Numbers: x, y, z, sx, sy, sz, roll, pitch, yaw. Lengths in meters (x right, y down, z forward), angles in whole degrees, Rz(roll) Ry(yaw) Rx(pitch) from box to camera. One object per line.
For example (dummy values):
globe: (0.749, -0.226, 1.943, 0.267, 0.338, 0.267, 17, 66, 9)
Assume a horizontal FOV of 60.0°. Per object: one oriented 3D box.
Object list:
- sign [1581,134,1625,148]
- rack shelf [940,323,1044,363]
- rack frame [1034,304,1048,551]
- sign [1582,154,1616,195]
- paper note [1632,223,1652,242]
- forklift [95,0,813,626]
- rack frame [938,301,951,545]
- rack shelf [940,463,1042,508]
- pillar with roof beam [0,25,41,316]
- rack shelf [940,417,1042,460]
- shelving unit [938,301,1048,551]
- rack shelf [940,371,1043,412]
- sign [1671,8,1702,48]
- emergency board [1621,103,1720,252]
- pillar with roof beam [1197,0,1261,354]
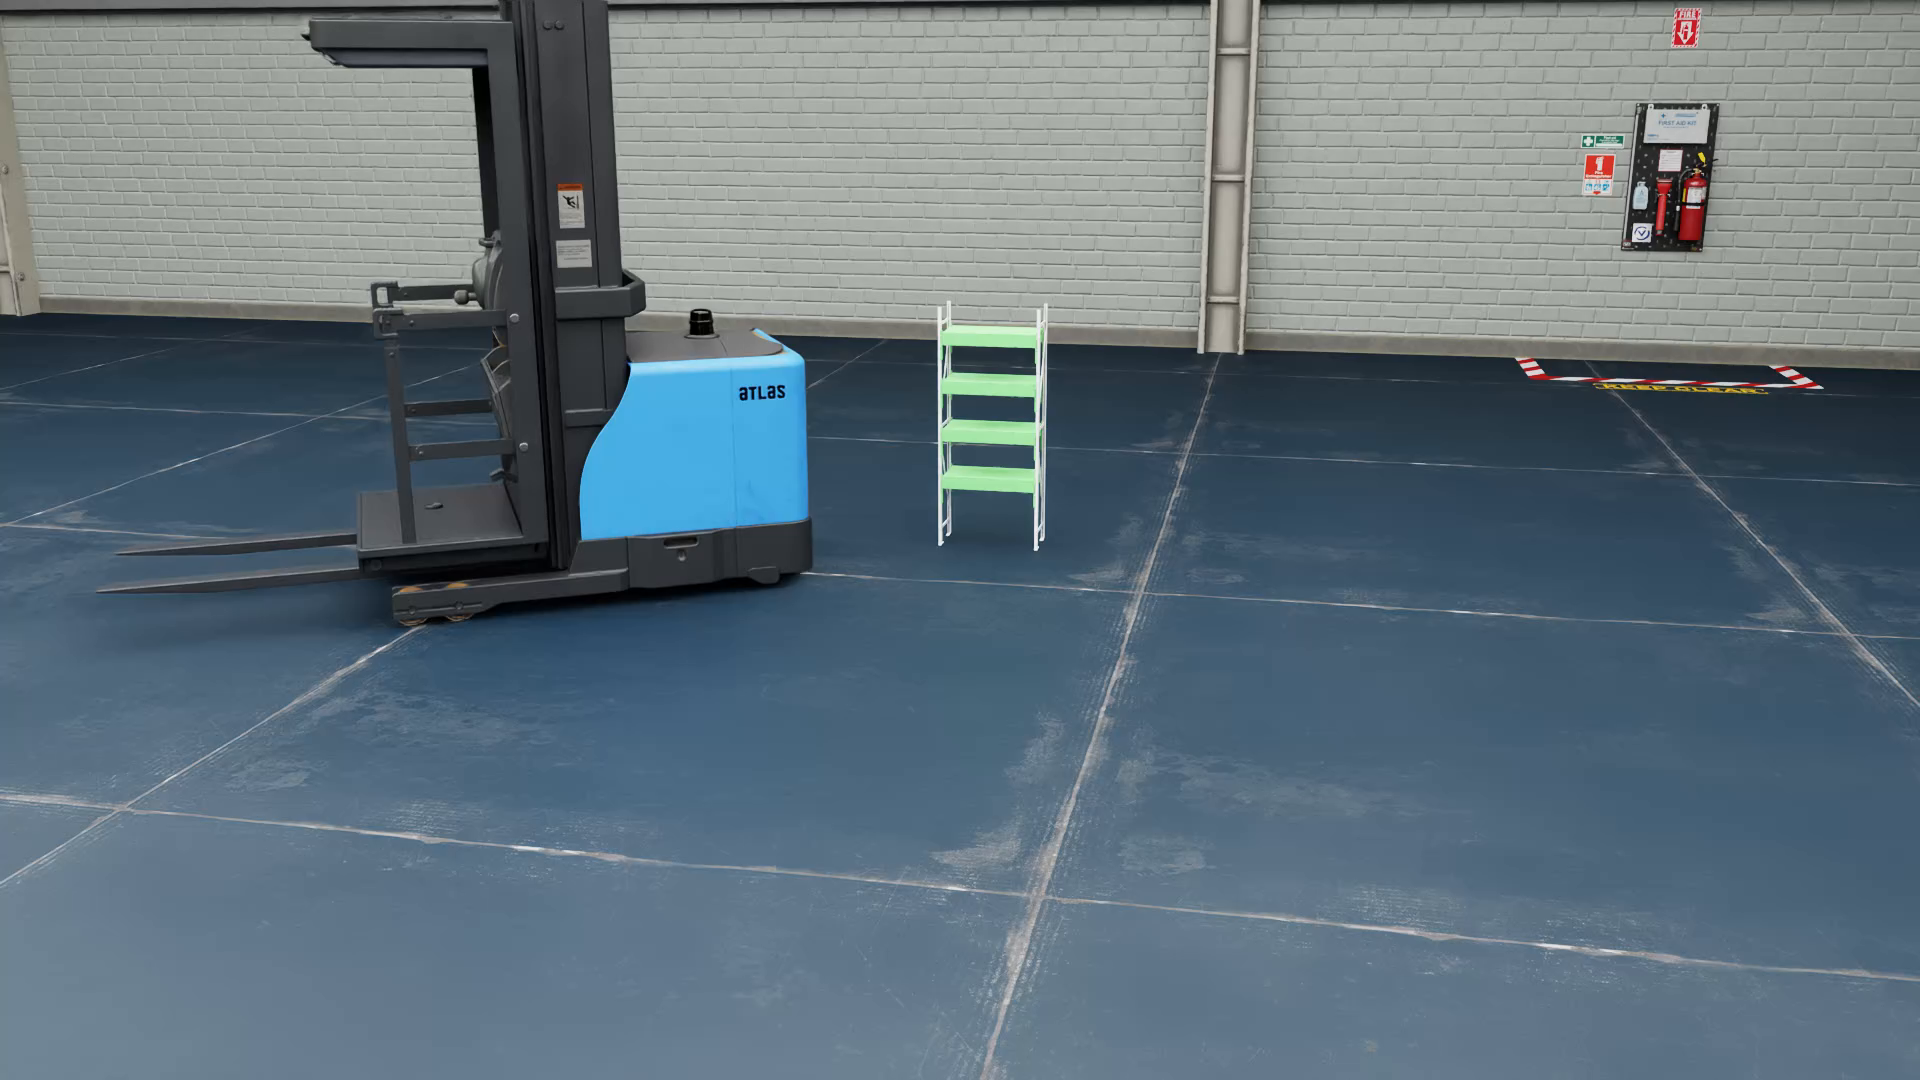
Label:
sign: (5.211, -3.232, 13.480, 0.331, 0.109, 0.001, 3, 16, 11)
rack shelf: (0.162, -0.970, 8.189, 0.480, 0.148, 0.258, 3, 16, 11)
rack frame: (0.401, -0.556, 8.253, 0.015, 1.200, 0.240, 3, 16, 11)
sign: (5.208, -2.979, 13.560, 0.234, 0.329, 0.001, 3, 16, 11)
paper note: (5.570, -2.508, 13.578, 0.142, 0.148, 0.016, 3, 16, 11)
forklift: (-2.263, -1.201, 7.338, 3.031, 2.935, 1.130, -5, 16, -19)
rack frame: (-0.077, -0.582, 8.347, 0.015, 1.200, 0.240, 3, 16, 11)
rack shelf: (0.162, -0.277, 8.381, 0.480, 0.148, 0.258, 3, 16, 11)
pillar with roof beam: (-10.353, -5.486, 11.441, 0.400, 9.000, 9.100, 3, 16, 11)
rack shelf: (0.162, -0.508, 8.317, 0.480, 0.148, 0.258, 3, 16, 11)
shelving unit: (0.162, -0.569, 8.300, 0.503, 1.200, 0.258, 3, 16, 11)
rack shelf: (0.162, -0.739, 8.253, 0.480, 0.148, 0.258, 3, 16, 11)
sign: (5.741, -4.049, 13.148, 0.199, 0.298, 0.001, 3, 16, 11)
emergency board: (5.729, -2.905, 13.361, 0.643, 1.169, 0.194, 3, 16, 11)
pillar with roof beam: (1.406, -4.848, 9.137, 0.400, 9.000, 9.100, 3, 16, 11)
